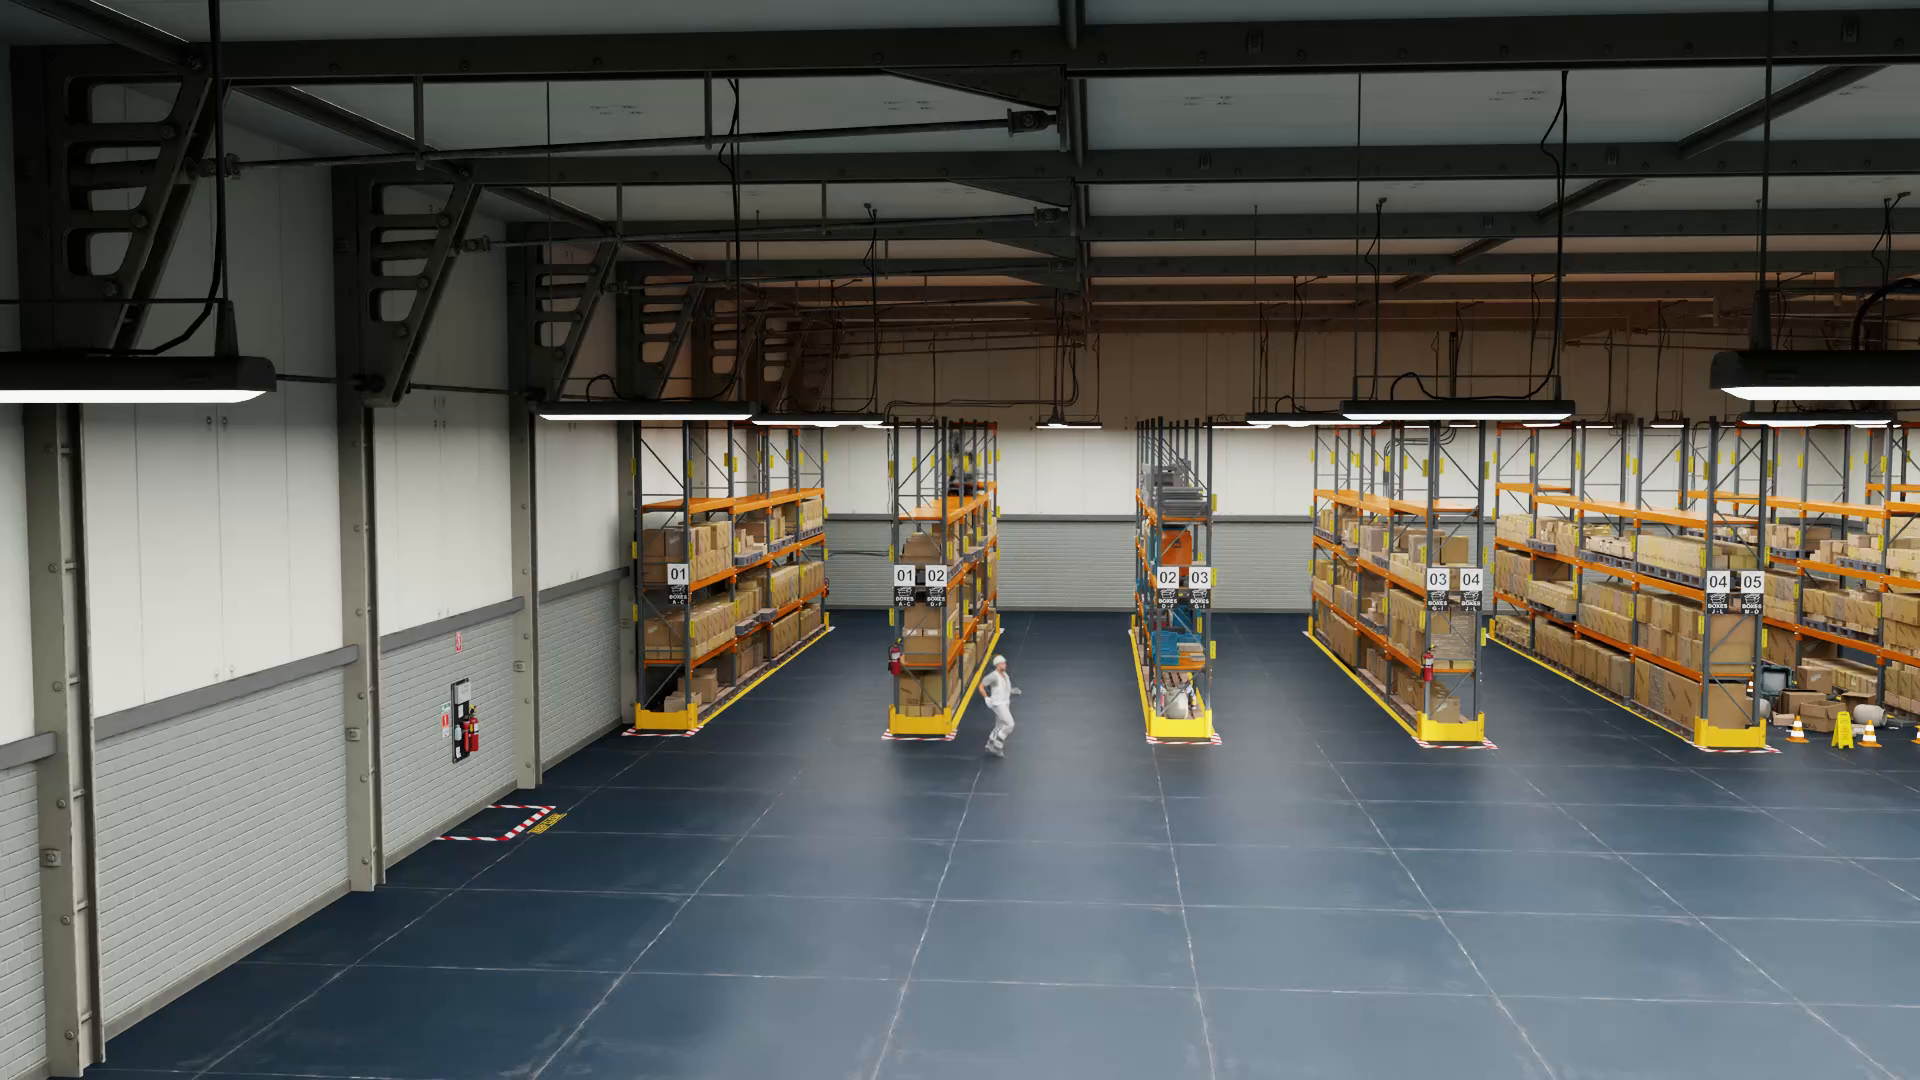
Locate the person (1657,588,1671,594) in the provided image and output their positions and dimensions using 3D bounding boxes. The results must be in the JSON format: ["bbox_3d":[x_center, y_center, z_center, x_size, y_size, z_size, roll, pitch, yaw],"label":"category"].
[{"bbox_3d":[19.957,1.786,47.263,0.524,1.707,0.694,2,4,23],"label":"person"}]

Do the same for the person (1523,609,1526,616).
[{"bbox_3d":[16.211,1.837,47.271,0.667,1.708,0.664,-3,5,-39],"label":"person"}]

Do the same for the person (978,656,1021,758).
[{"bbox_3d":[0.732,2.922,29.166,0.708,1.783,0.648,2,4,28],"label":"person"}]
